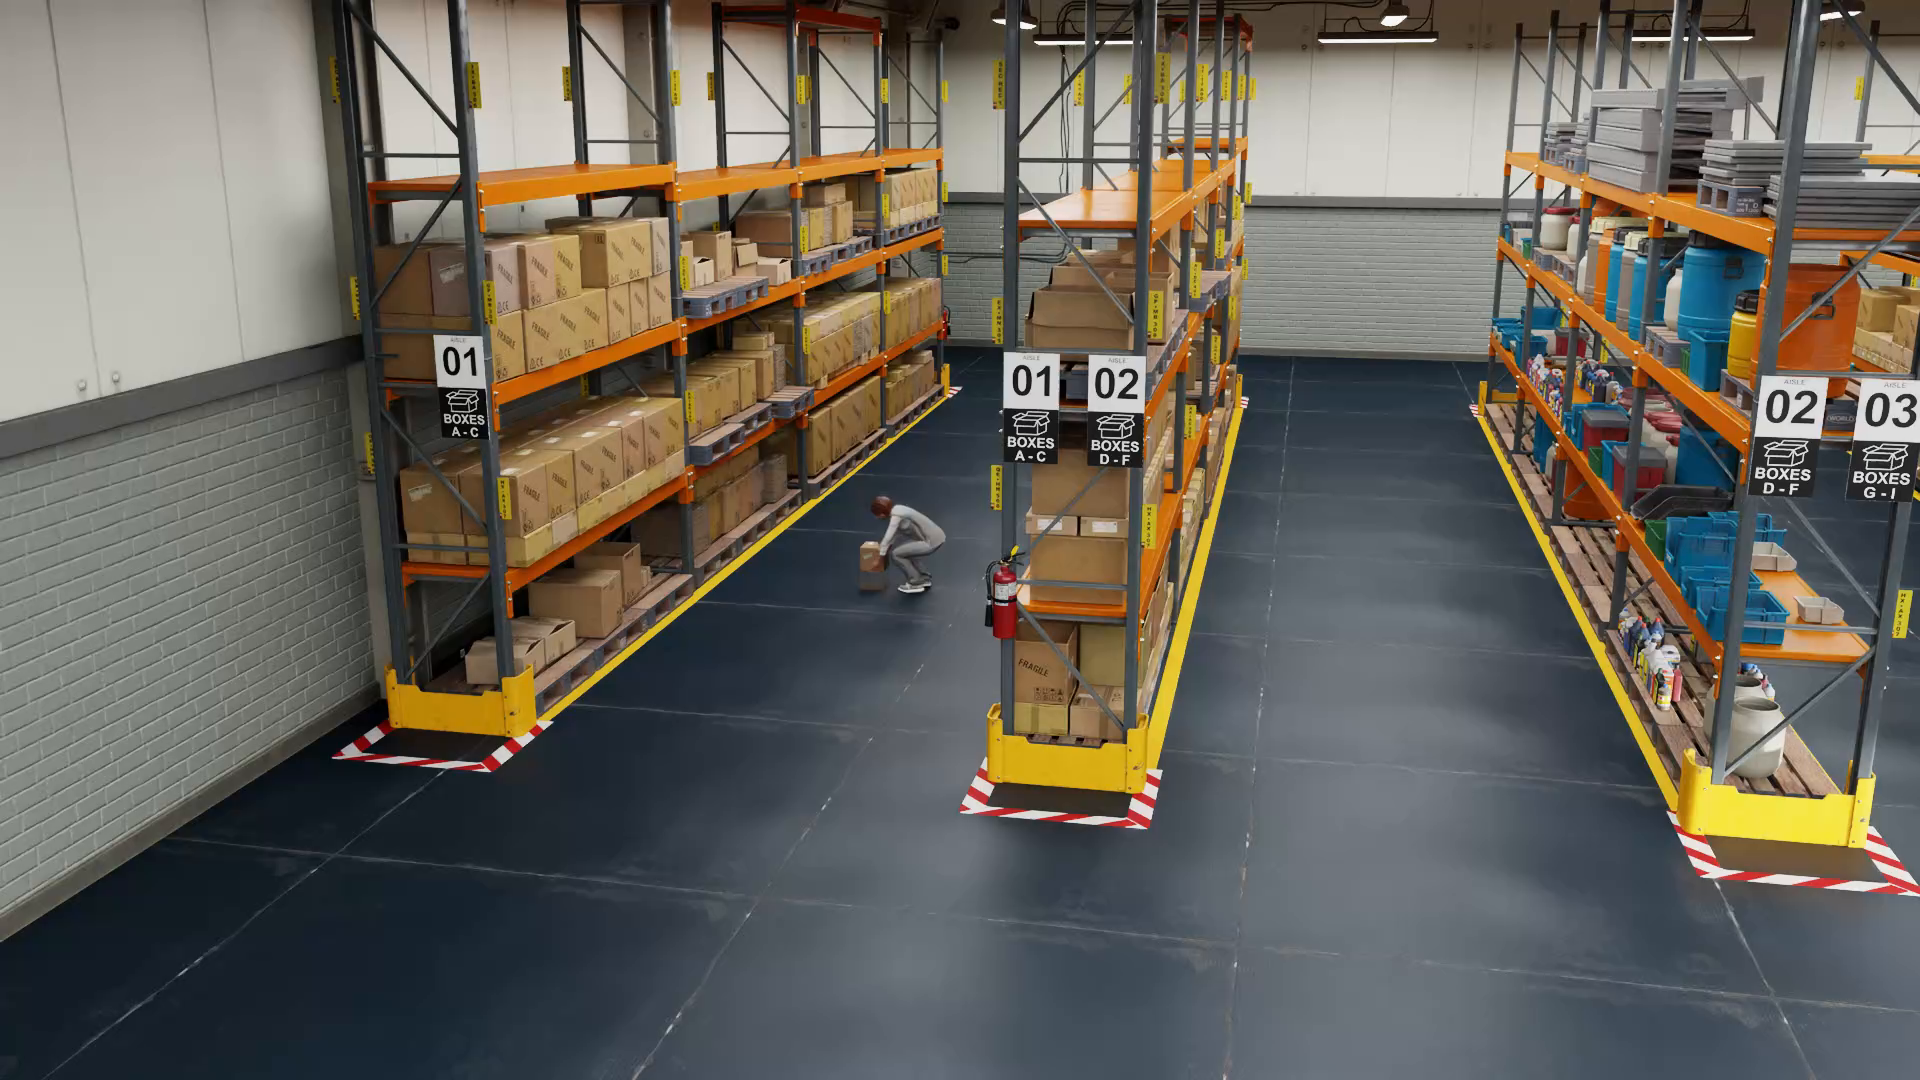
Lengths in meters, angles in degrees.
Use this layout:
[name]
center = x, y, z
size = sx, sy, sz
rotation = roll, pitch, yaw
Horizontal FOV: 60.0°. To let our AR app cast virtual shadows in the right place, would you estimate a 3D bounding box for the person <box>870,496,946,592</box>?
[person]
center = -0.531, 0.045, 17.097
size = 0.767, 0.966, 0.454
rotation = 3, 15, 11
